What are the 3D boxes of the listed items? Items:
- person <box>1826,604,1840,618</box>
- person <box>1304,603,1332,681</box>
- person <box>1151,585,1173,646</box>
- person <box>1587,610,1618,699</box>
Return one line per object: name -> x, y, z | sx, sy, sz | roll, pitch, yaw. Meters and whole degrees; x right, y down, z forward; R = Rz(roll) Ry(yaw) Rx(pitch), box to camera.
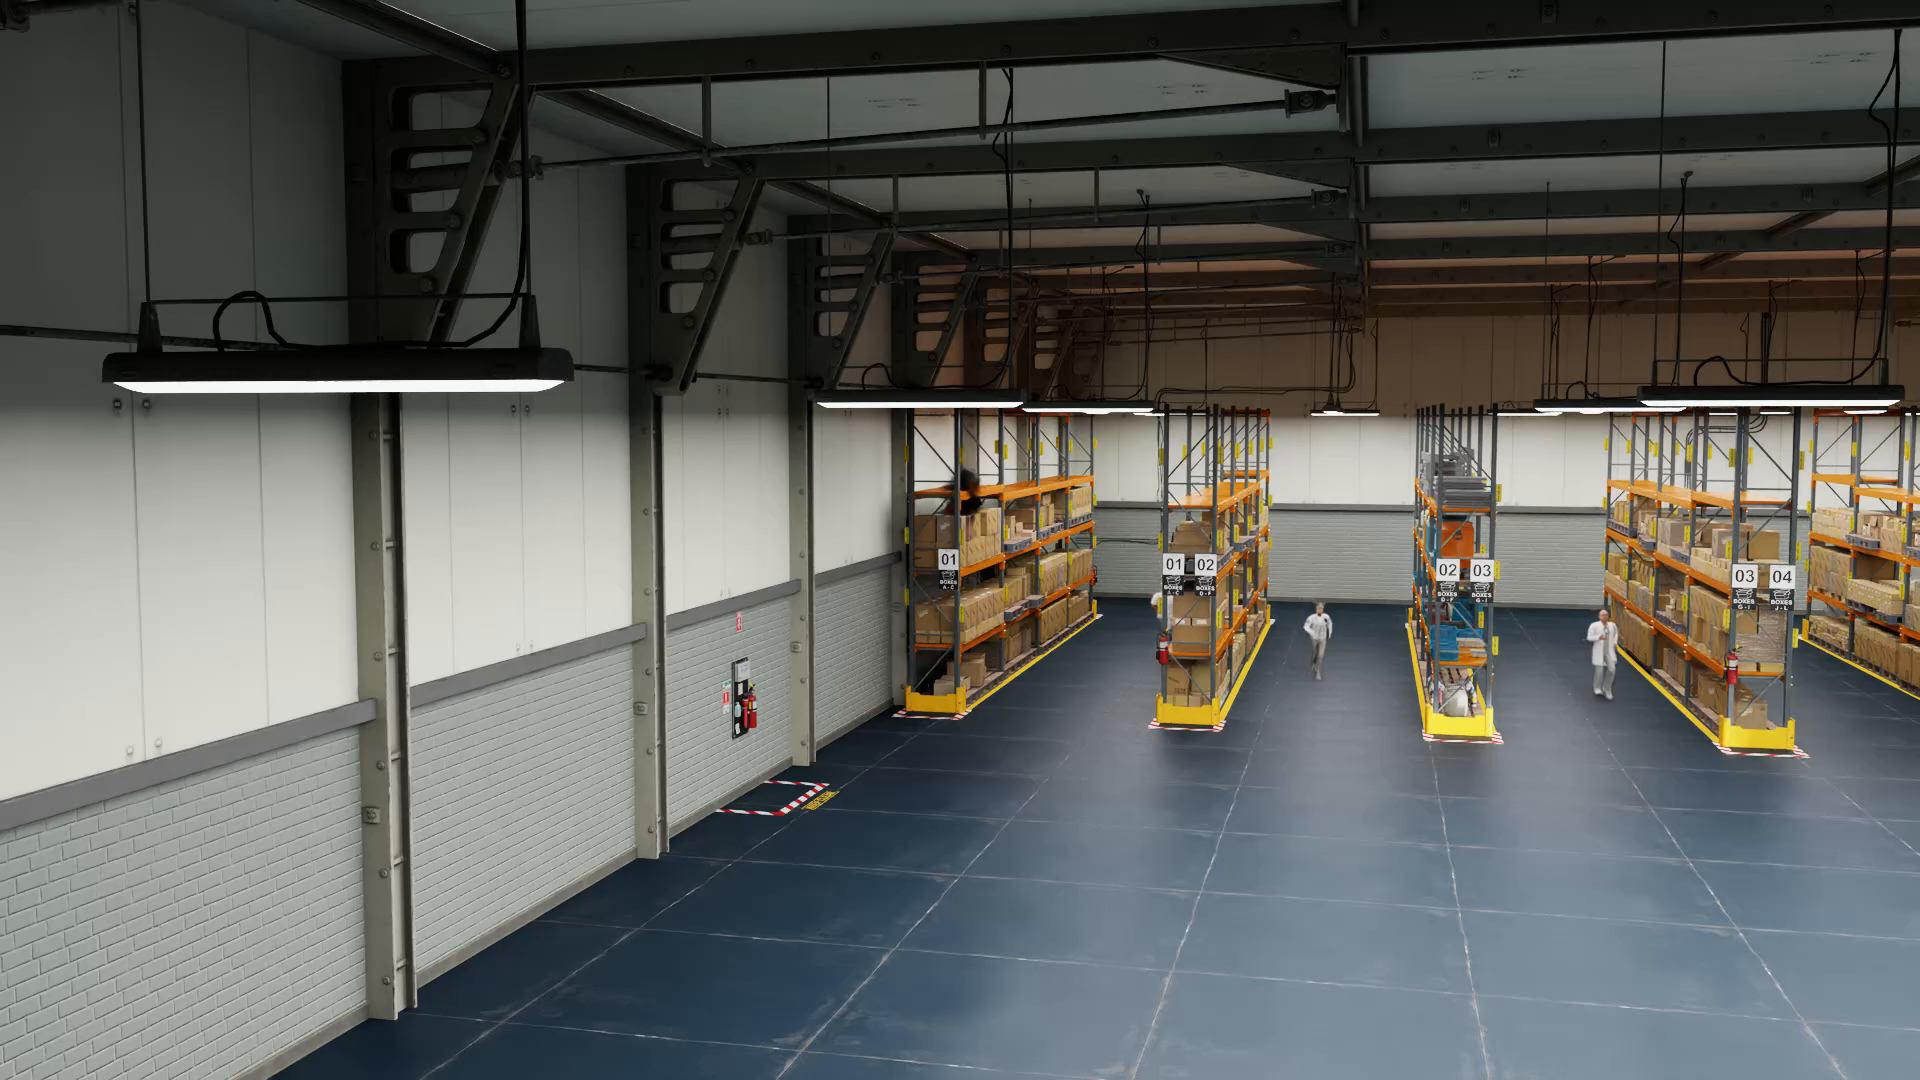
person -> 23.480, 1.671, 44.519 | 0.558, 1.657, 0.583 | -1, 4, -10
person -> 7.929, 2.210, 36.810 | 0.638, 1.685, 0.965 | 0, 4, 4
person -> 4.958, 1.894, 40.357 | 0.640, 1.796, 0.890 | 1, 4, 15
person -> 13.227, 2.353, 34.157 | 0.685, 1.826, 0.777 | 0, 4, 6
